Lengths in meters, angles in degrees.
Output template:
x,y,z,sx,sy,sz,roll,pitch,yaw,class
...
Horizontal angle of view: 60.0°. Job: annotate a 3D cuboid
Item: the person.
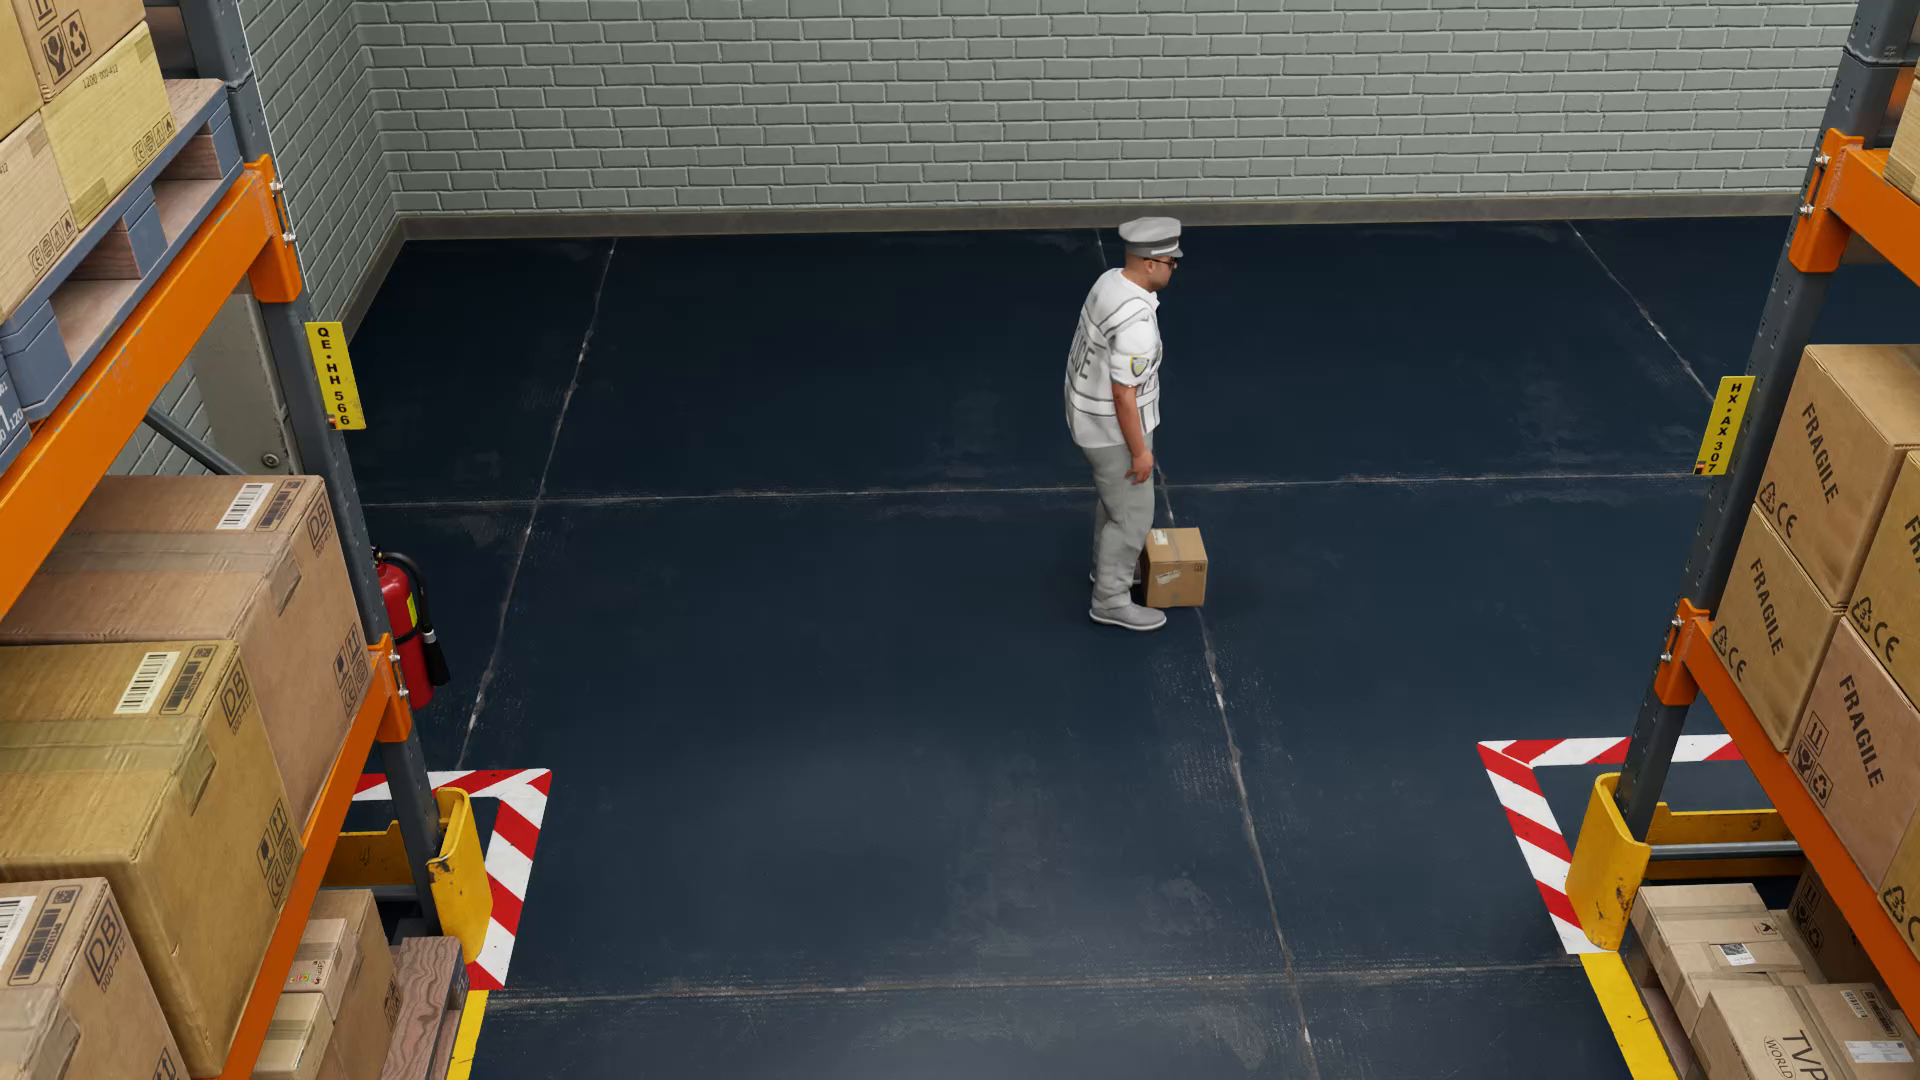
x,y,z,sx,sy,sz,roll,pitch,yaw,class
0.672,-0.481,6.826,0.479,1.747,0.585,-3,35,-4,person
